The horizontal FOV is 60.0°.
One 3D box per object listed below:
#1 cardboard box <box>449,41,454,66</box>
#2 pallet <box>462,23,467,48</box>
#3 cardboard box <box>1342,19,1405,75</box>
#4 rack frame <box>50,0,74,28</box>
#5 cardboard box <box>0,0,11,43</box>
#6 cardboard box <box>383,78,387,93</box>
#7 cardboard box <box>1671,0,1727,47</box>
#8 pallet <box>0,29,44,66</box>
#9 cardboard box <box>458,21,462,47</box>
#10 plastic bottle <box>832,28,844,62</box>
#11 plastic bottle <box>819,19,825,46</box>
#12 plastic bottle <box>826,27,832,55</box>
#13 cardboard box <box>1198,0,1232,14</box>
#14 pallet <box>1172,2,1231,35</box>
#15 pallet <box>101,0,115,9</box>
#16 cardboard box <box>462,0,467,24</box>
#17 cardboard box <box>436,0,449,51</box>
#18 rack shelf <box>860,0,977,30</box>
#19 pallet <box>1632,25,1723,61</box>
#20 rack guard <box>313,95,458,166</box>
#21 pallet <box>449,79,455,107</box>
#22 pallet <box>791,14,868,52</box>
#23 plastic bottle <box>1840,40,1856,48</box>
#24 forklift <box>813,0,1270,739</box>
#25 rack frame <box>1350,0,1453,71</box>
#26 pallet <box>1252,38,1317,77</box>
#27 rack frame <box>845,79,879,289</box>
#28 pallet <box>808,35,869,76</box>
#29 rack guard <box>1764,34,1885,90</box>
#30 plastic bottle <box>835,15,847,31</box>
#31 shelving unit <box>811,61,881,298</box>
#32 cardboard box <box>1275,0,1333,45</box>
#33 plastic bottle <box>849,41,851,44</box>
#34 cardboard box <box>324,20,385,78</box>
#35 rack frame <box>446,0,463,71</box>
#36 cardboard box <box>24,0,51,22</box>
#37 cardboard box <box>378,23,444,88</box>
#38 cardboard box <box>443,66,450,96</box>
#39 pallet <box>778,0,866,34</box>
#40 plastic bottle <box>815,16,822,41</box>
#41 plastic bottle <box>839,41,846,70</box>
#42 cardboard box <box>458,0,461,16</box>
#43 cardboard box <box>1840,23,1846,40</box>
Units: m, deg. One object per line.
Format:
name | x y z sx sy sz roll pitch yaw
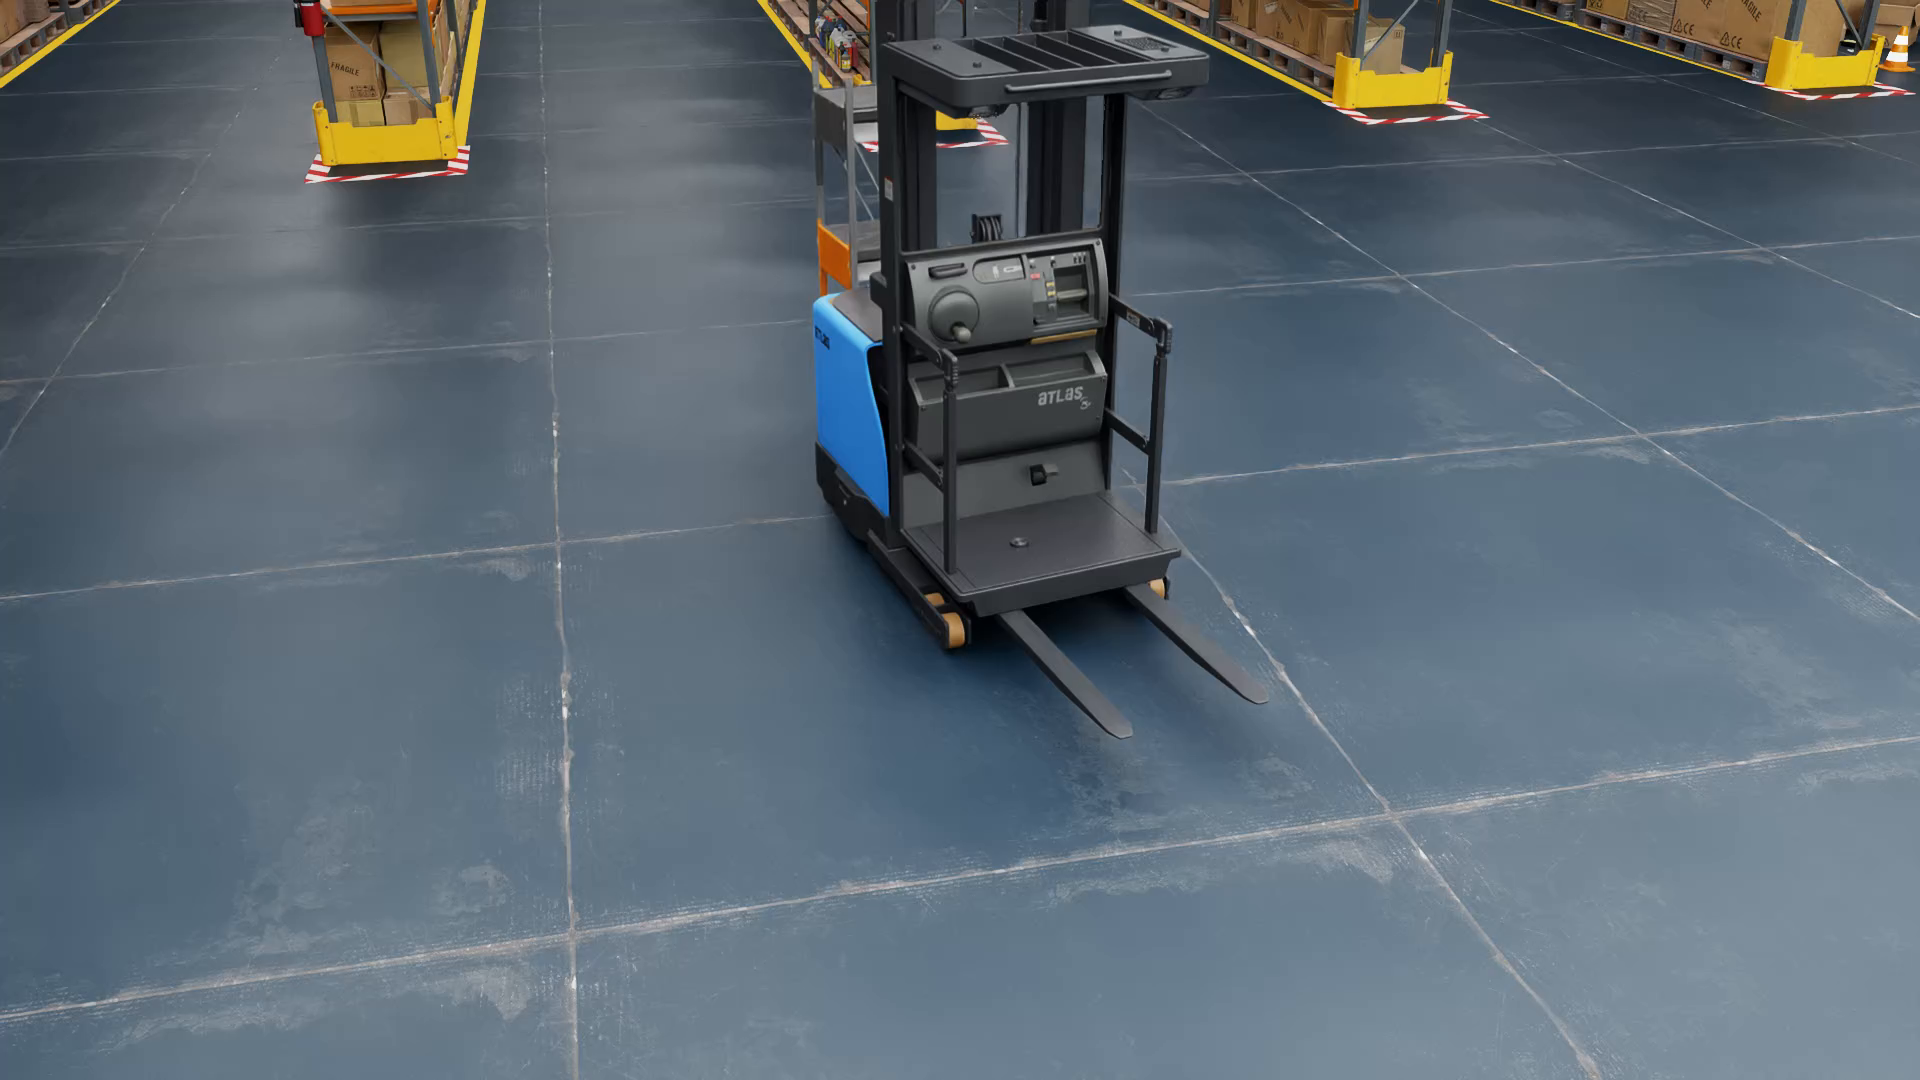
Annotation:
cardboard box | -5.669 -5.147 17.705 0.500 0.250 0.500 -6 27 -12
pallet | -6.572 -6.201 20.300 1.003 0.211 1.213 -6 27 -12
cardboard box | 4.340 -5.185 17.502 0.500 0.500 0.500 -1 27 -2
rack frame | -11.816 -7.841 20.455 1.000 3.000 0.127 -6 27 -12
cardboard box | -11.338 -5.936 18.968 0.700 0.500 0.500 -6 27 -11
cardboard box | -5.721 -4.217 15.861 0.500 0.250 0.500 -6 27 -12
cardboard box | 8.902 -6.213 19.122 0.875 0.875 0.875 -6 27 -12
pallet | -11.370 -5.718 19.345 1.003 0.211 1.213 -6 27 -12
cardboard box | -5.939 -5.751 18.902 0.500 0.250 0.500 -7 28 -13
plastic bottle | -1.305 -5.357 17.986 0.144 0.351 0.185 -5 27 -9
plastic bottle | -1.519 -5.748 18.843 0.152 0.276 0.135 -5 27 -10
plastic bottle | -1.446 -5.518 18.380 0.061 0.283 0.133 -5 27 -9
cardboard box | 3.445 -6.946 20.968 0.700 0.500 0.500 -8 28 -16
pallet | 3.386 -6.690 21.271 1.003 0.211 1.213 -6 27 -12
pallet | -12.192 -7.484 22.843 1.003 0.211 1.213 -6 27 -12
cardboard box | -6.286 -6.427 20.239 0.500 0.250 0.500 -5 27 -11
cardboard box | -5.554 -5.263 17.101 0.500 0.500 0.500 -6 27 -12
rack shelf | -0.812 -5.891 17.392 1.077 0.370 4.000 -6 27 -12
pallet | 8.791 -5.930 19.764 1.003 0.211 1.213 -6 27 -12
rack guard | -5.183 -3.707 15.039 1.175 0.500 0.348 -6 27 -12
pallet | -5.673 -4.454 16.841 1.003 0.211 1.213 -6 27 -12
pallet | -1.478 -6.187 20.273 1.003 0.211 1.213 -6 27 -12
plastic bottle | 10.720 -5.979 20.029 0.133 0.061 0.283 -16 31 -29
forklift | 0.304 -1.046 7.070 1.130 2.935 3.031 -11 29 -21
rack frame | 4.464 -5.838 16.487 1.000 3.000 0.127 -6 27 -12
pallet | 4.027 -5.521 18.954 1.003 0.211 1.213 -6 27 -12
rack frame | -0.365 -1.296 8.487 0.400 2.100 0.015 -11 29 -21
pallet | -1.152 -5.547 19.005 1.003 0.211 1.213 -6 27 -12
rack guard | 9.325 -5.170 17.939 1.175 0.500 0.348 -6 27 -12
plastic bottle | -1.345 -5.723 18.710 0.144 0.351 0.185 -6 27 -12
shelving unit | -0.463 -1.396 8.686 0.431 2.100 0.503 -11 29 -21
cardboard box | 3.967 -5.970 19.058 0.500 0.500 0.500 -8 28 -16
plastic bottle | -1.197 -5.322 18.082 0.097 0.201 0.097 0 27 0
cardboard box | -5.839 -4.771 16.126 0.500 0.500 0.500 -6 27 -12
rack frame | -6.090 -6.589 17.976 1.000 3.000 0.127 -6 27 -12
cardboard box | -11.603 -6.610 20.304 0.700 0.500 0.500 -6 27 -11
cardboard box | -5.207 -4.605 15.799 0.500 0.500 0.500 -6 27 -12
cardboard box | -5.321 -4.490 16.402 0.500 0.250 0.500 -6 27 -12
pallet | -1.756 -6.723 21.336 1.003 0.211 1.213 -6 27 -12
plastic bottle | -1.618 -5.885 19.120 0.097 0.271 0.097 0 27 0
plastic bottle | -1.246 -5.130 17.610 0.061 0.283 0.133 -5 27 -10
cardboard box | -6.048 -6.227 19.221 0.500 0.311 0.500 -6 27 -12
cardboard box | 10.600 -6.265 20.367 0.396 0.266 0.258 -1 27 -3
